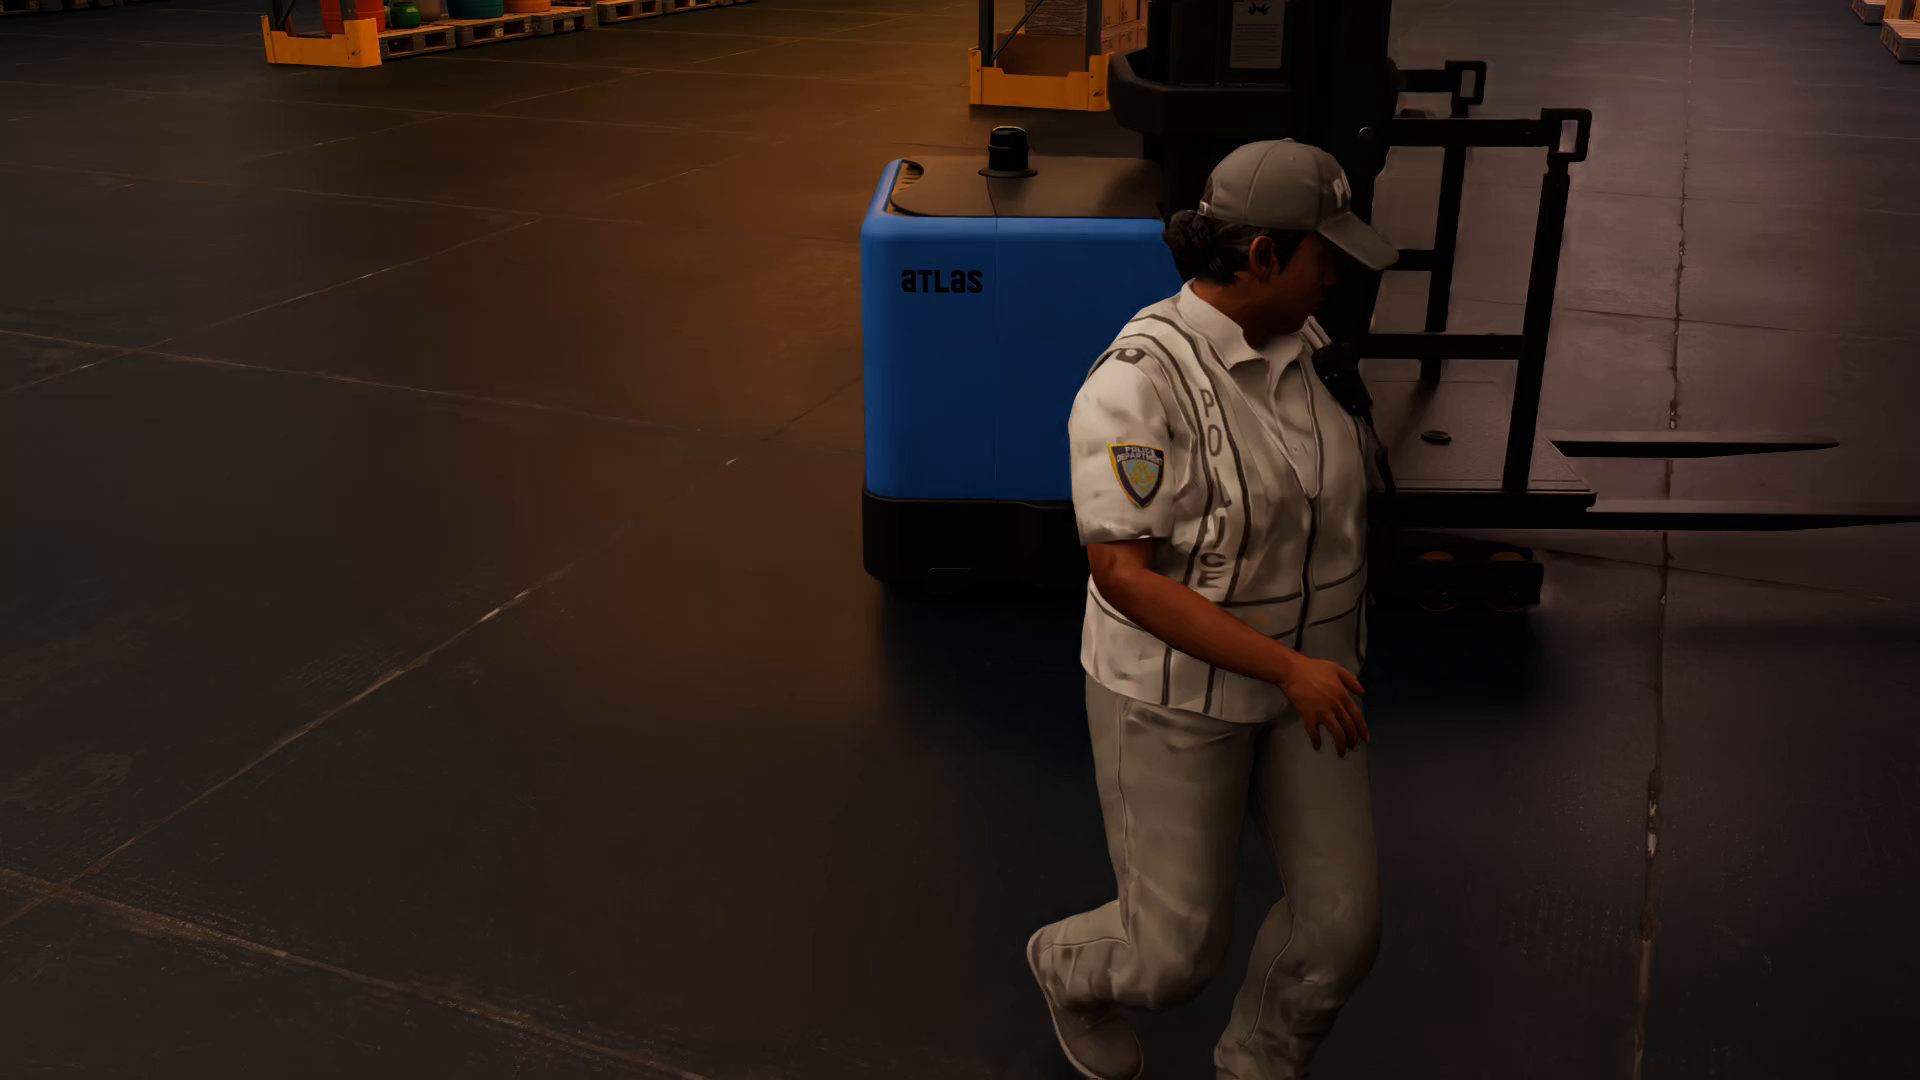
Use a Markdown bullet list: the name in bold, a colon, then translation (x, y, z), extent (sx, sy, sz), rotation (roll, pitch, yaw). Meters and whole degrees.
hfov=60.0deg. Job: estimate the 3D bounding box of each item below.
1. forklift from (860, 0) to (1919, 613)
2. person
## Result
- **forklift**: translation (1.253, -1.359, 4.544), extent (3.031, 2.935, 1.130), rotation (1, 23, 1)
- **person**: translation (0.436, 0.217, 2.517), extent (0.630, 1.605, 0.595), rotation (-10, 25, -24)
